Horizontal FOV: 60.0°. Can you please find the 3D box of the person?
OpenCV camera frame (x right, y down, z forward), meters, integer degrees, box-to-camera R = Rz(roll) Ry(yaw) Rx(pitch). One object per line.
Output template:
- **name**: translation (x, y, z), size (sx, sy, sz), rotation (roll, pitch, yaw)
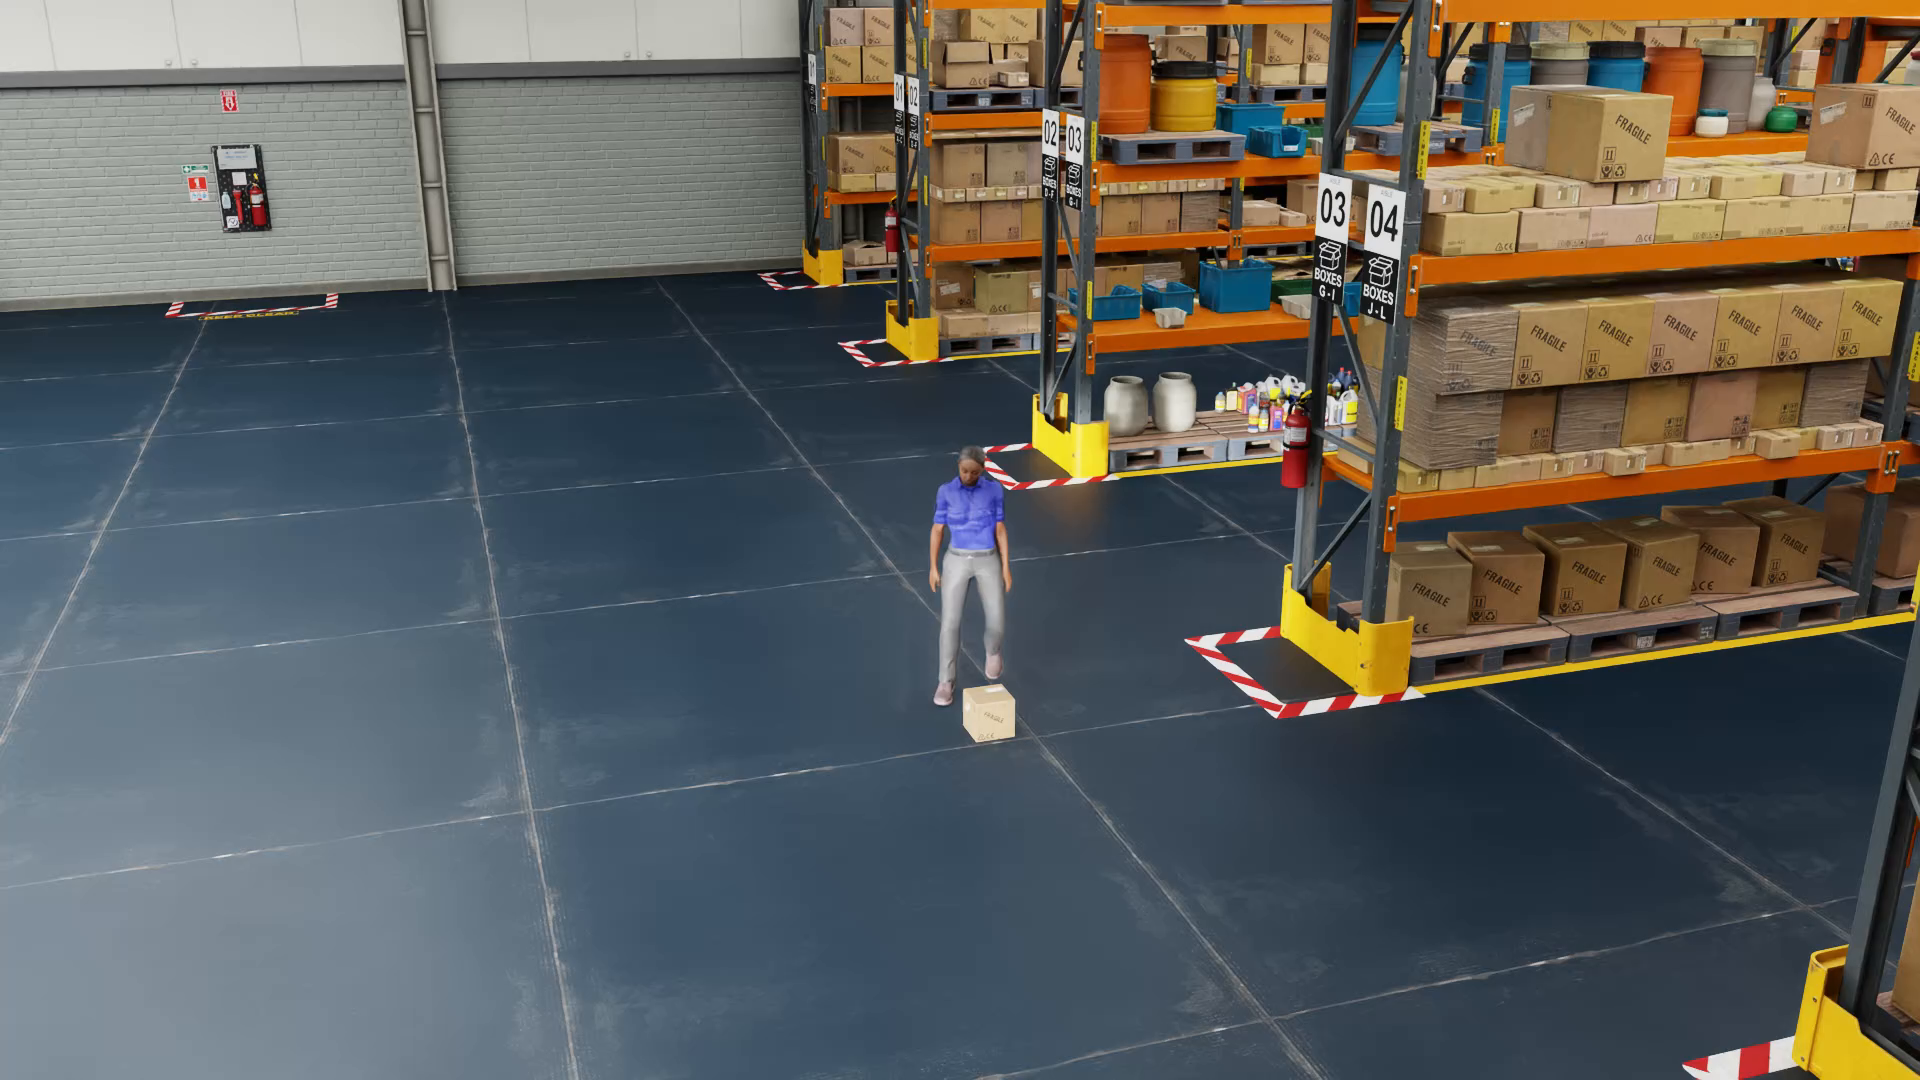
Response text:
- **person**: translation (0.068, 0.179, 10.537), size (0.529, 1.649, 0.587), rotation (-1, 19, -2)
